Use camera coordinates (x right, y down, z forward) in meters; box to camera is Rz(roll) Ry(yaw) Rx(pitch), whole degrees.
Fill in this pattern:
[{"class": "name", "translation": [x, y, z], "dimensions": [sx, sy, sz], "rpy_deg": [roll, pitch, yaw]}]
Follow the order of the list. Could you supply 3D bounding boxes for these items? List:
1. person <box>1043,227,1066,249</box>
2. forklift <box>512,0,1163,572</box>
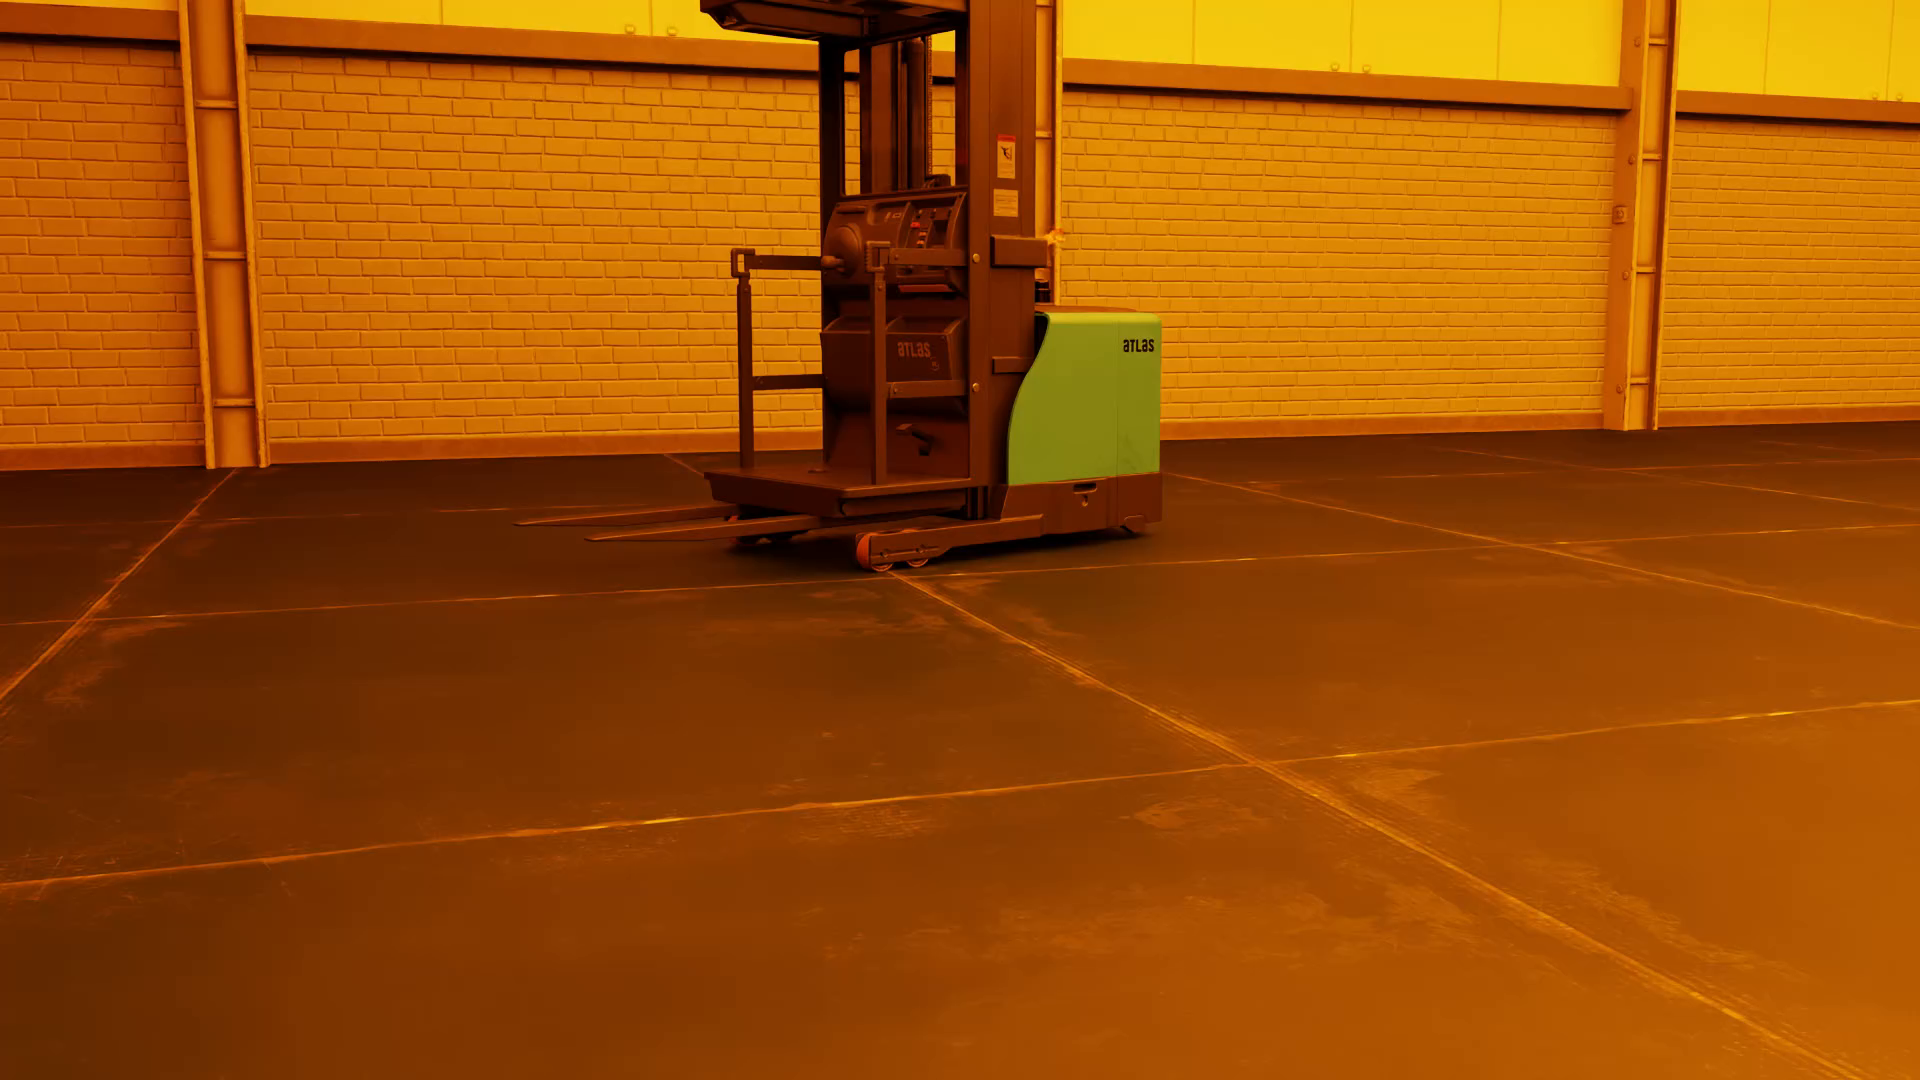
[{"class": "person", "translation": [0.257, -0.950, 9.230], "dimensions": [0.725, 1.533, 0.862], "rpy_deg": [-1, 8, -5]}, {"class": "forklift", "translation": [-0.461, -1.399, 7.333], "dimensions": [3.031, 2.935, 1.130], "rpy_deg": [-7, 10, -40]}]
